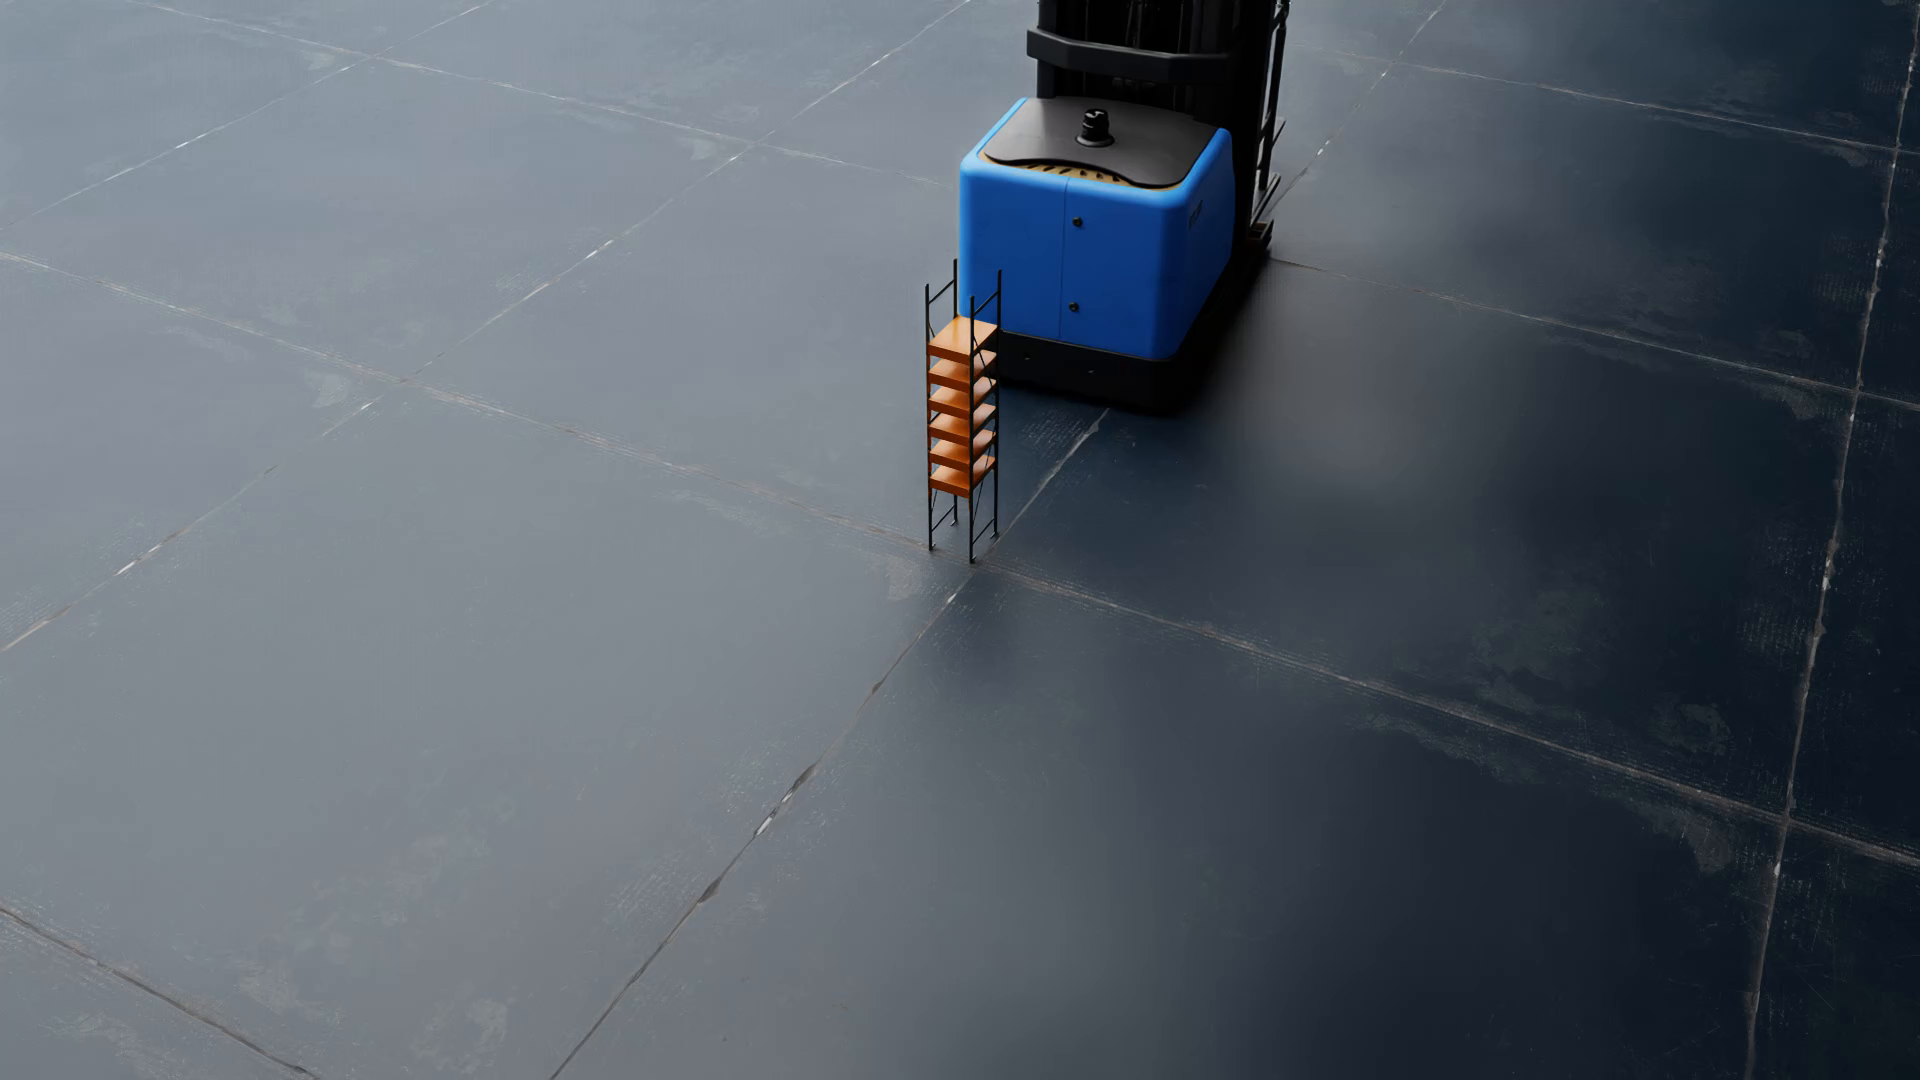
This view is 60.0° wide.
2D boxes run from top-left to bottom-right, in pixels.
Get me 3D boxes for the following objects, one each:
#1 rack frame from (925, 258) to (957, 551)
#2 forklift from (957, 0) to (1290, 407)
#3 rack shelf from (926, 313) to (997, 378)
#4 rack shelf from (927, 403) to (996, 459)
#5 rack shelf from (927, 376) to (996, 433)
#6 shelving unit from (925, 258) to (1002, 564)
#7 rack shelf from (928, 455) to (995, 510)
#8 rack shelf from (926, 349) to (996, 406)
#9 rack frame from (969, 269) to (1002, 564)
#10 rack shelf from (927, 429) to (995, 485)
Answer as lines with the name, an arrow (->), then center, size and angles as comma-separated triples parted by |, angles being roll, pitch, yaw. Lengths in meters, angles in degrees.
rack frame -> -0.068, -0.499, 6.415 | 0.006, 1.200, 0.240 | 17, 41, 21
forklift -> 0.998, -2.650, 7.817 | 1.130, 2.935, 3.031 | 13, 39, 17
rack shelf -> 0.013, -0.725, 6.191 | 0.180, 0.103, 0.258 | 17, 41, 21
rack shelf -> 0.013, -0.438, 6.409 | 0.180, 0.103, 0.258 | 17, 41, 21
rack shelf -> 0.013, -0.534, 6.336 | 0.180, 0.103, 0.258 | 17, 41, 21
shelving unit -> 0.013, -0.474, 6.382 | 0.189, 1.200, 0.258 | 17, 41, 21
rack shelf -> 0.013, -0.247, 6.554 | 0.180, 0.103, 0.258 | 17, 41, 21
rack shelf -> 0.013, -0.630, 6.264 | 0.180, 0.103, 0.258 | 17, 41, 21
rack frame -> 0.094, -0.448, 6.348 | 0.006, 1.200, 0.240 | 17, 41, 21
rack shelf -> 0.013, -0.343, 6.481 | 0.180, 0.103, 0.258 | 17, 41, 21
